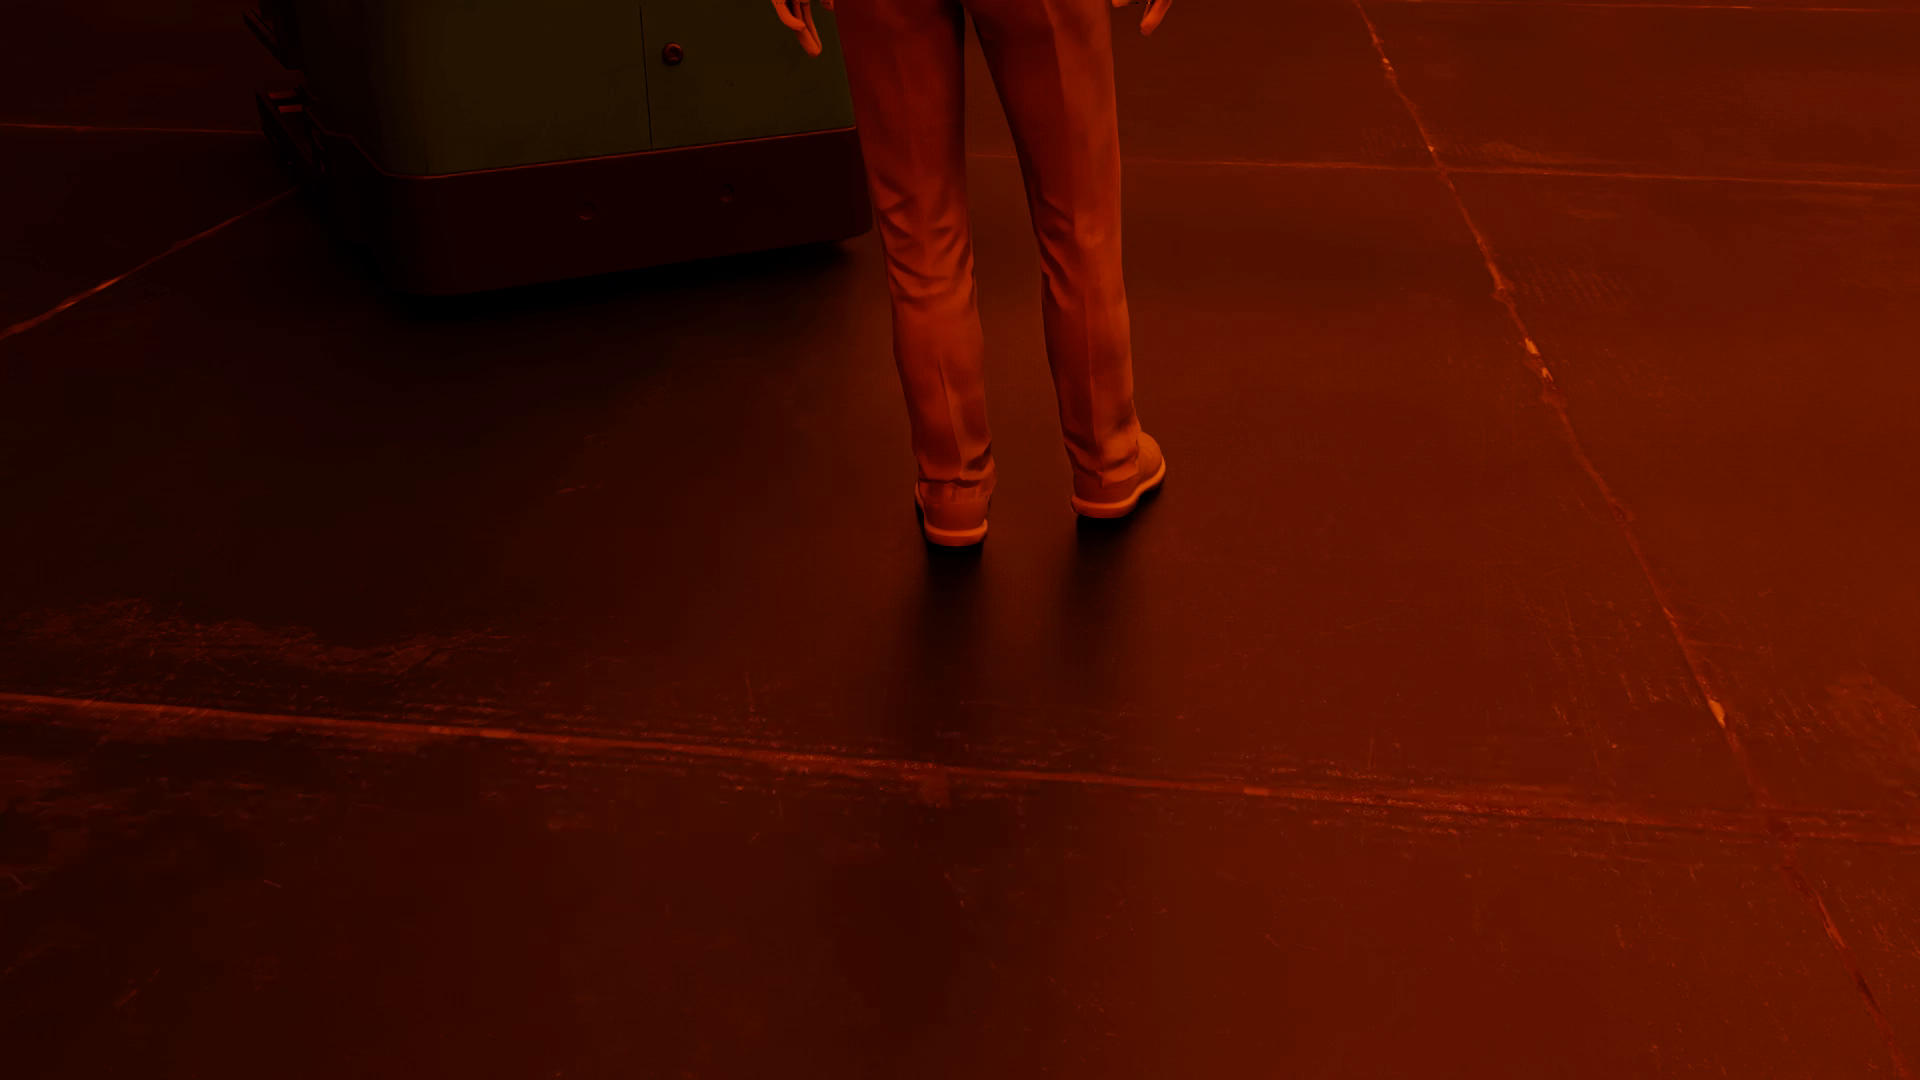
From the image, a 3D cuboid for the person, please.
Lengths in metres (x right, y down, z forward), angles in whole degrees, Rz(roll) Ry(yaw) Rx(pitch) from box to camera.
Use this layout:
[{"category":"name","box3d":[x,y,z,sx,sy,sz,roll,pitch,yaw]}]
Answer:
[{"category":"person","box3d":[0.015,-0.794,2.177,0.588,1.696,0.533,3,27,7]}]

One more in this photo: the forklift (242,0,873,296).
[{"category":"forklift","box3d":[-1.333,-2.421,4.070,1.130,2.935,3.031,-13,29,-25]}]
